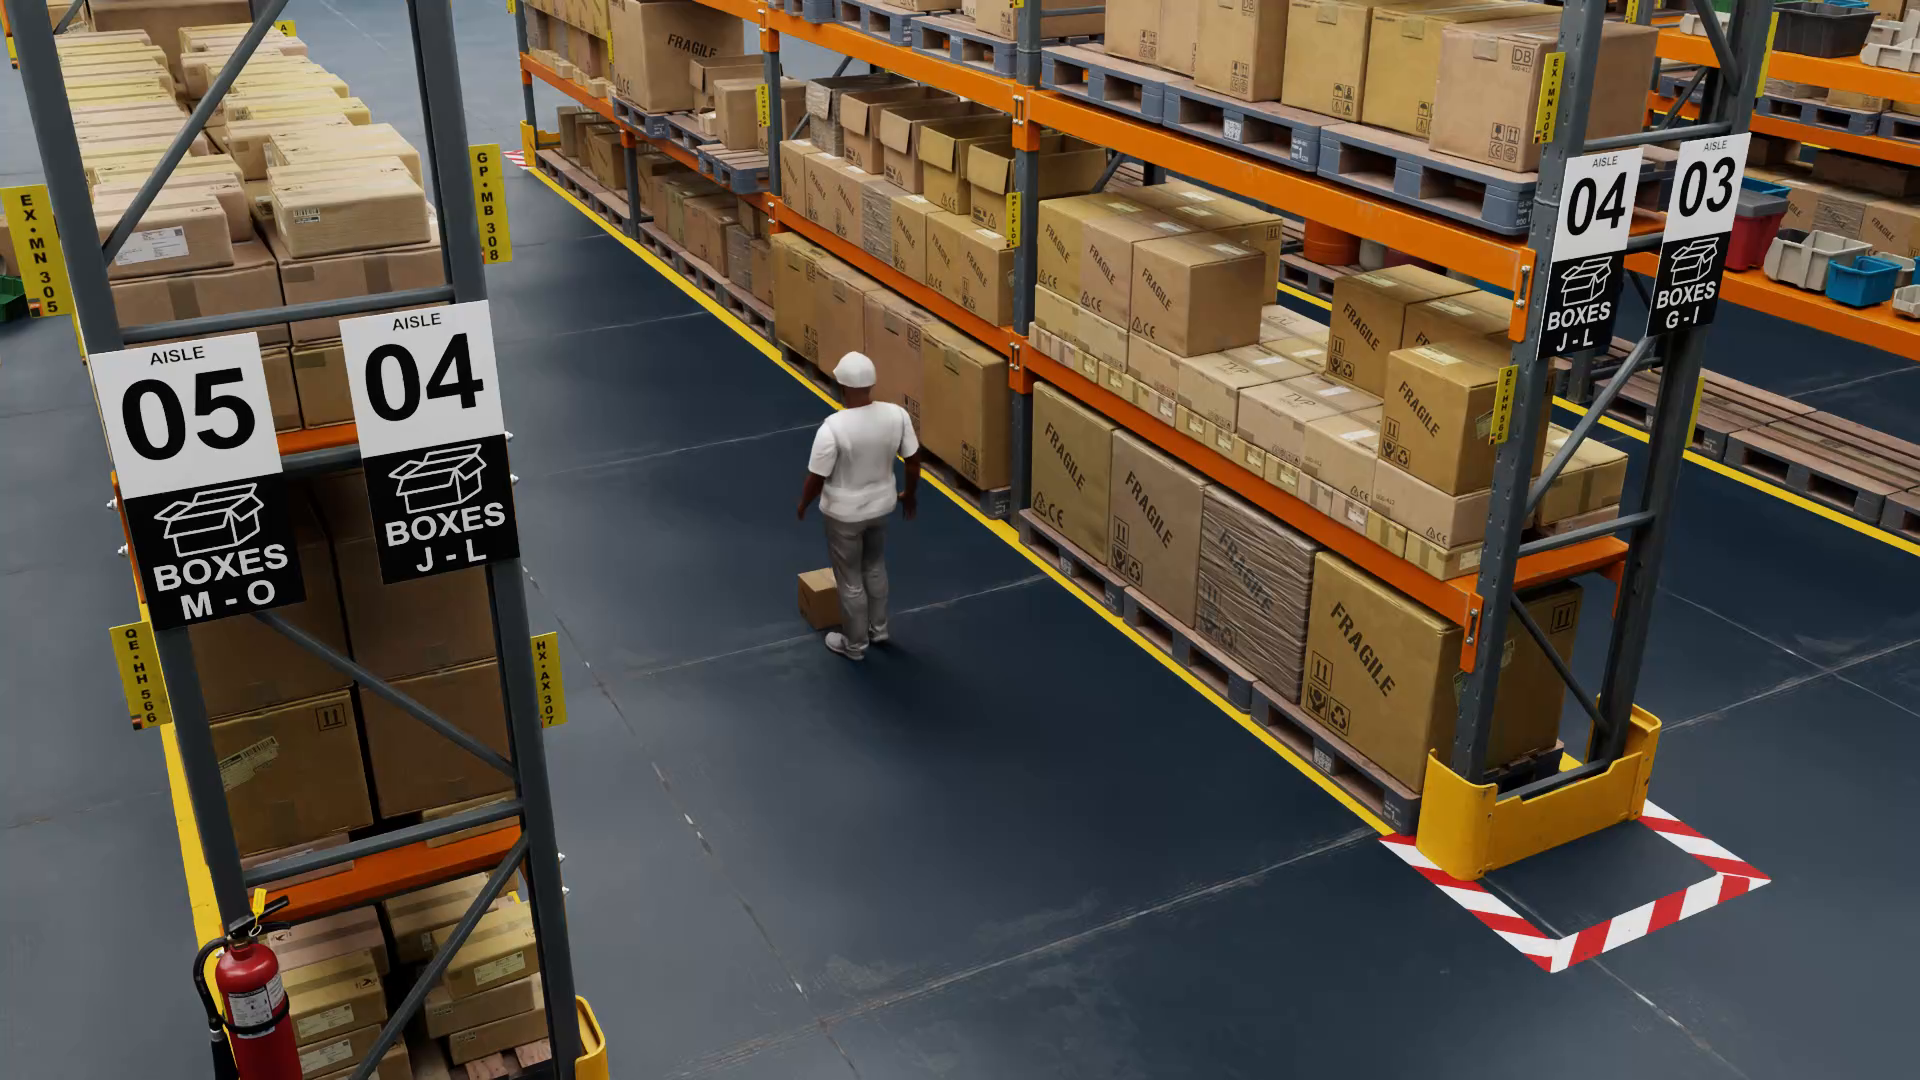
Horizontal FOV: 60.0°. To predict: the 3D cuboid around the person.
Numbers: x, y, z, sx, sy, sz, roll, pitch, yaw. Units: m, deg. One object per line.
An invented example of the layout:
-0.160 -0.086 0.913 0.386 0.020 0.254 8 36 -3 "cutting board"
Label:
-0.553 -0.149 8.987 0.661 1.853 0.468 -18 31 -33 "person"
